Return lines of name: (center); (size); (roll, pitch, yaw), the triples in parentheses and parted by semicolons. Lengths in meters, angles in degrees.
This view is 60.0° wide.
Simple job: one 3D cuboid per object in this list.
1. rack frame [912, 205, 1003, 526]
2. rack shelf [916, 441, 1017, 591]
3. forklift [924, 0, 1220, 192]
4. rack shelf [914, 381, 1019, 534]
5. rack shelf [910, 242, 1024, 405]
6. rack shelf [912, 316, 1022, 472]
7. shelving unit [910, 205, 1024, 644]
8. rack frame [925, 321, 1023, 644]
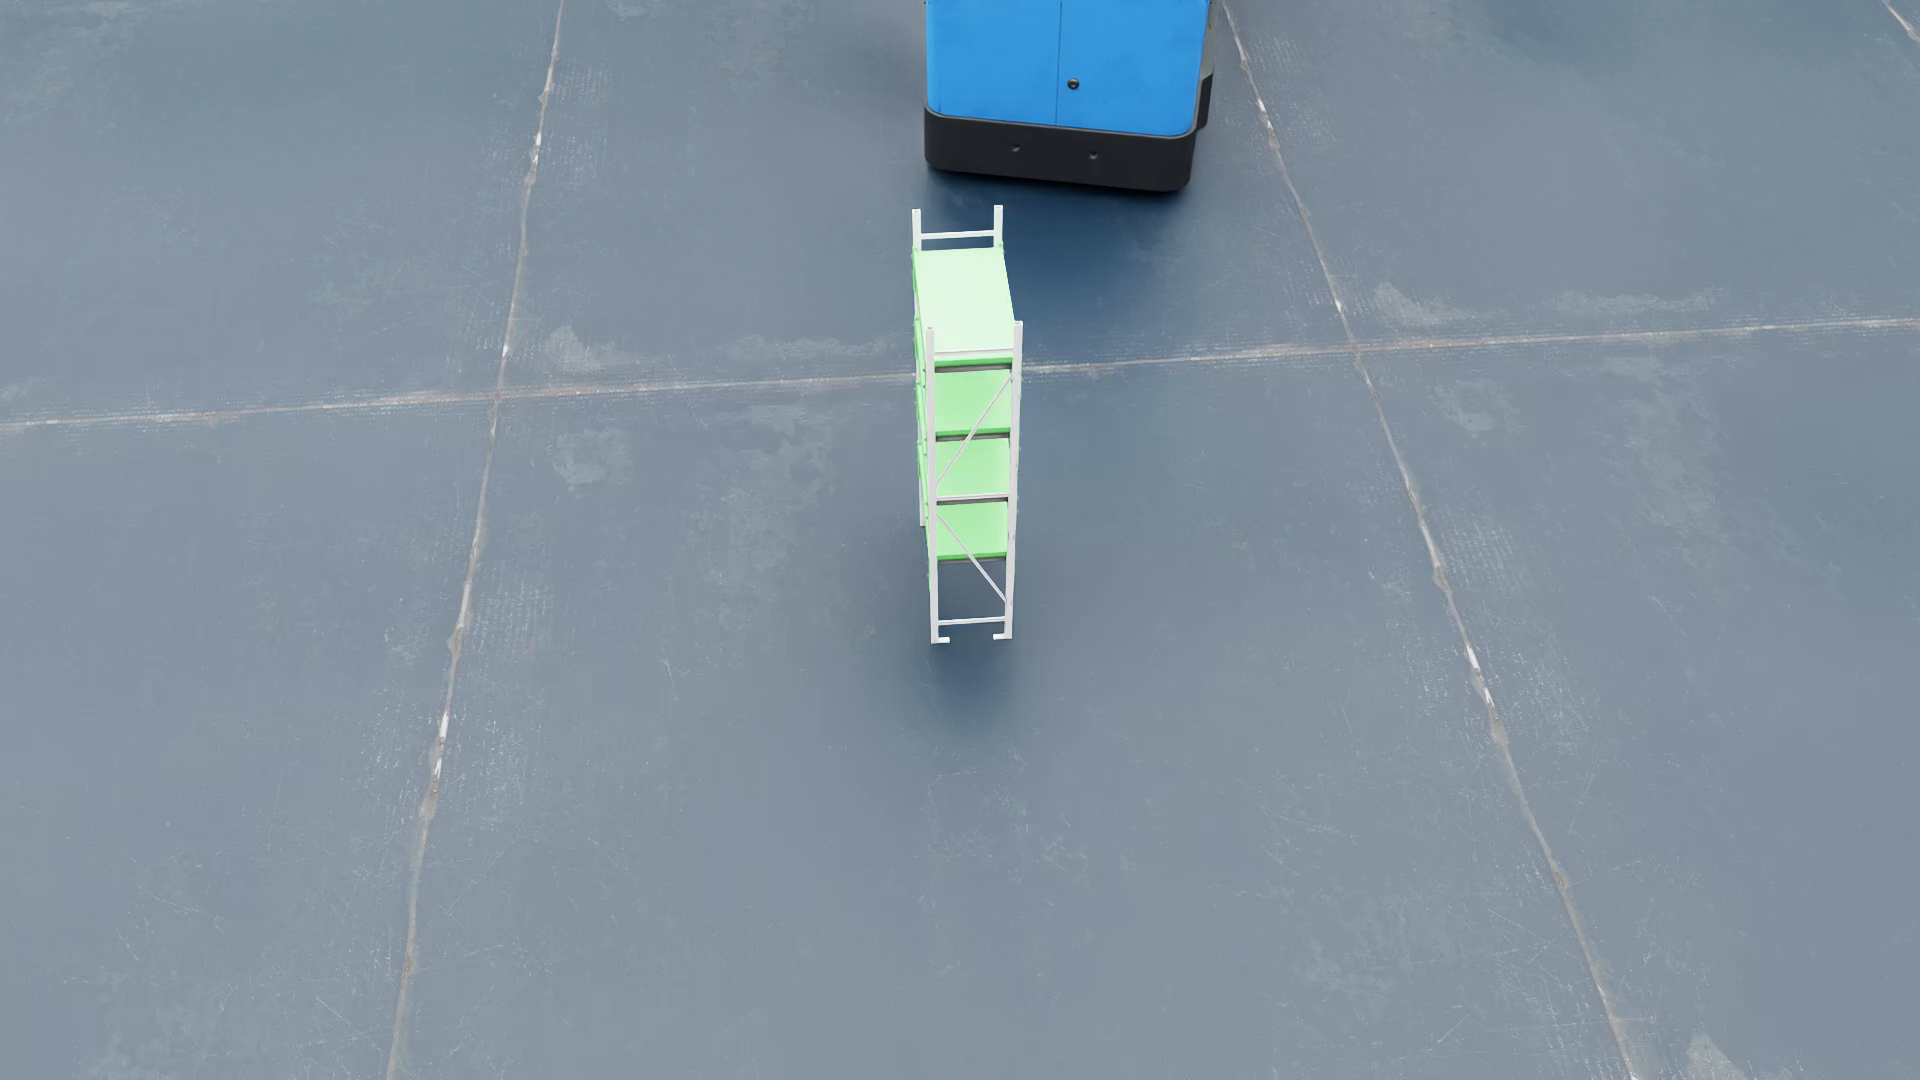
rack frame: (-0.007, -0.469, 4.868); (0.240, 1.200, 0.015); (-3, 47, -3)
rack shelf: (0.014, -0.084, 4.922); (0.258, 0.148, 0.480); (-3, 47, -3)
forklift: (0.618, -3.439, 6.489); (1.130, 2.935, 3.031); (7, 47, 7)
rack shelf: (0.014, -0.249, 4.747); (0.258, 0.148, 0.480); (-3, 47, -3)
rack shelf: (0.014, -0.579, 4.399); (0.258, 0.148, 0.480); (-3, 47, -3)
rack shelf: (0.014, -0.414, 4.573); (0.258, 0.148, 0.480); (-3, 47, -3)
shelving unit: (0.014, -0.293, 4.701); (0.258, 1.200, 0.503); (-3, 47, -3)
rack frame: (0.034, -0.116, 4.534); (0.240, 1.200, 0.015); (-3, 47, -3)
